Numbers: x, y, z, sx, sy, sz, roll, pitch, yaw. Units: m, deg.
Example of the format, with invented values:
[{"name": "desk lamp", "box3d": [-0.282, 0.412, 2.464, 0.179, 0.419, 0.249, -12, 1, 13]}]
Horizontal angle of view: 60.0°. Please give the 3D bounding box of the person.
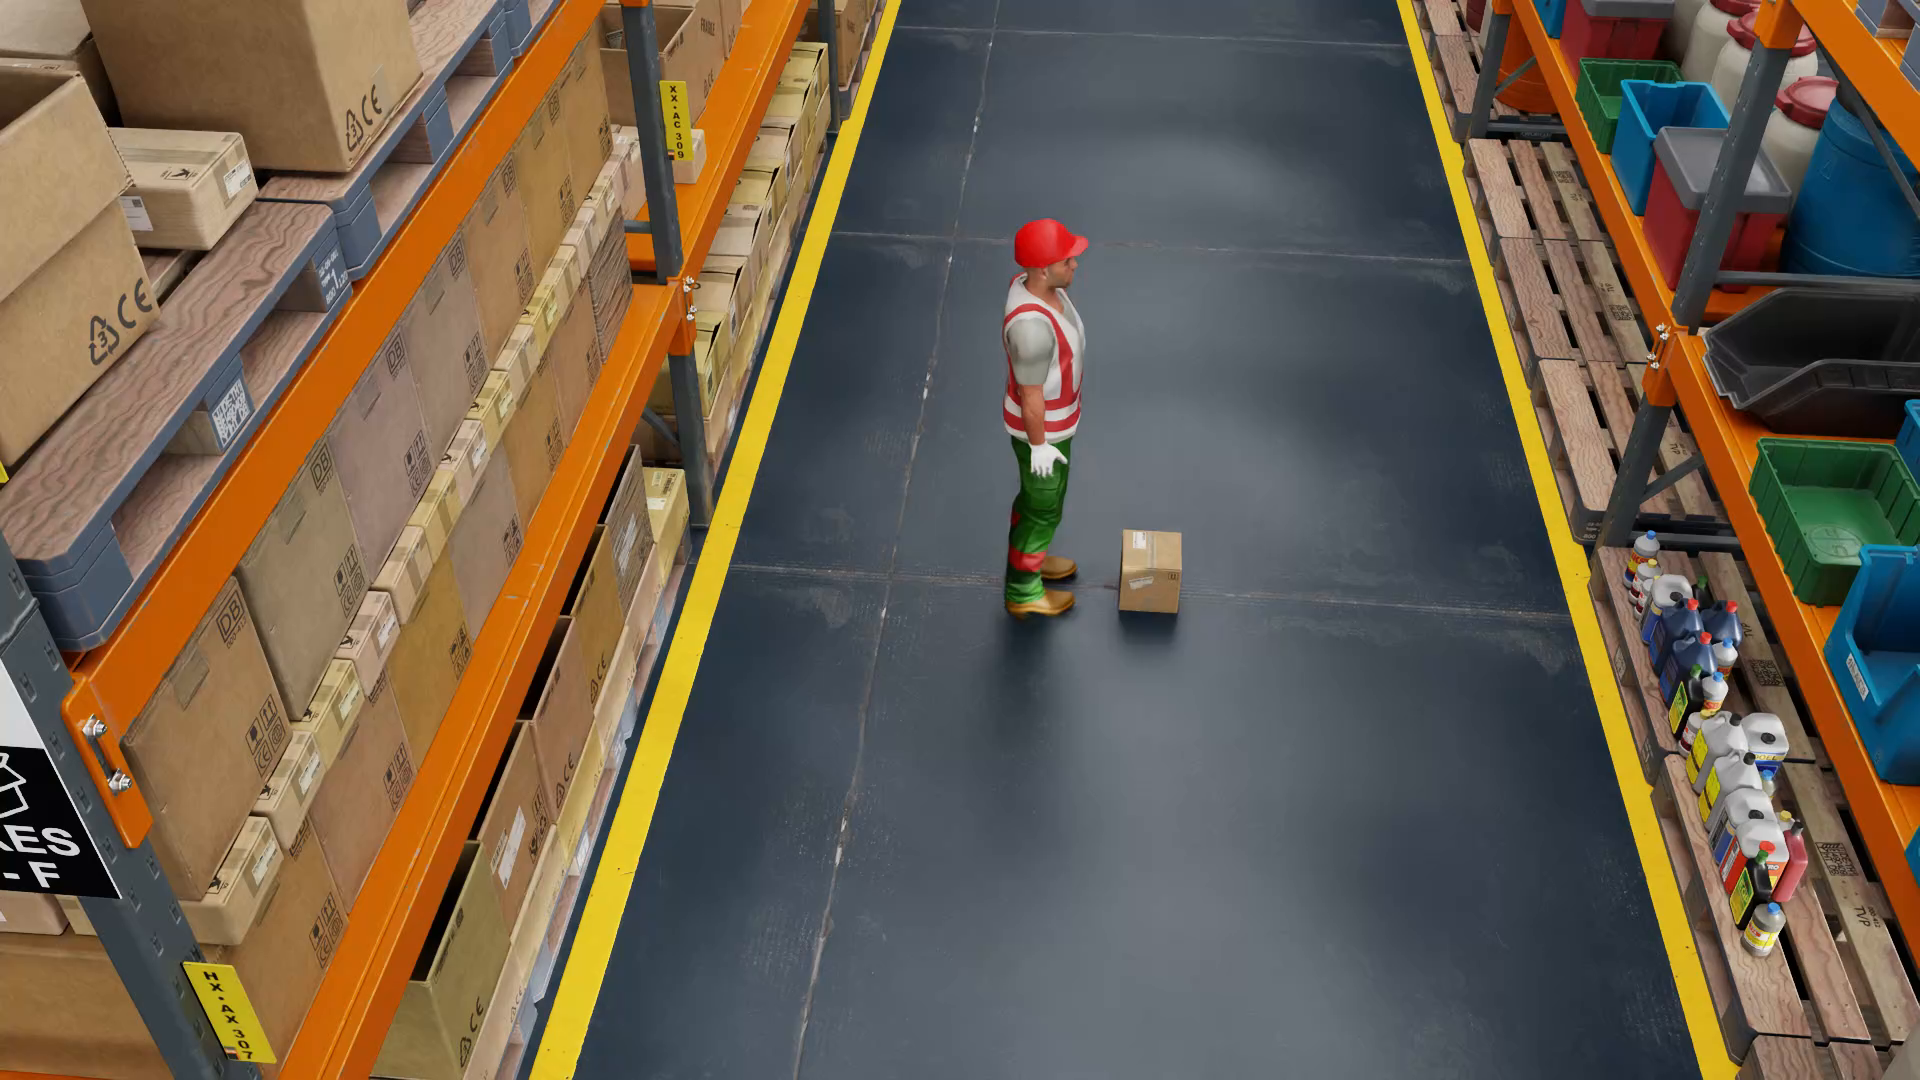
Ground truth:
[{"name": "person", "box3d": [0.340, -0.491, 6.728, 0.346, 1.787, 0.523, 4, 40, 5]}]
